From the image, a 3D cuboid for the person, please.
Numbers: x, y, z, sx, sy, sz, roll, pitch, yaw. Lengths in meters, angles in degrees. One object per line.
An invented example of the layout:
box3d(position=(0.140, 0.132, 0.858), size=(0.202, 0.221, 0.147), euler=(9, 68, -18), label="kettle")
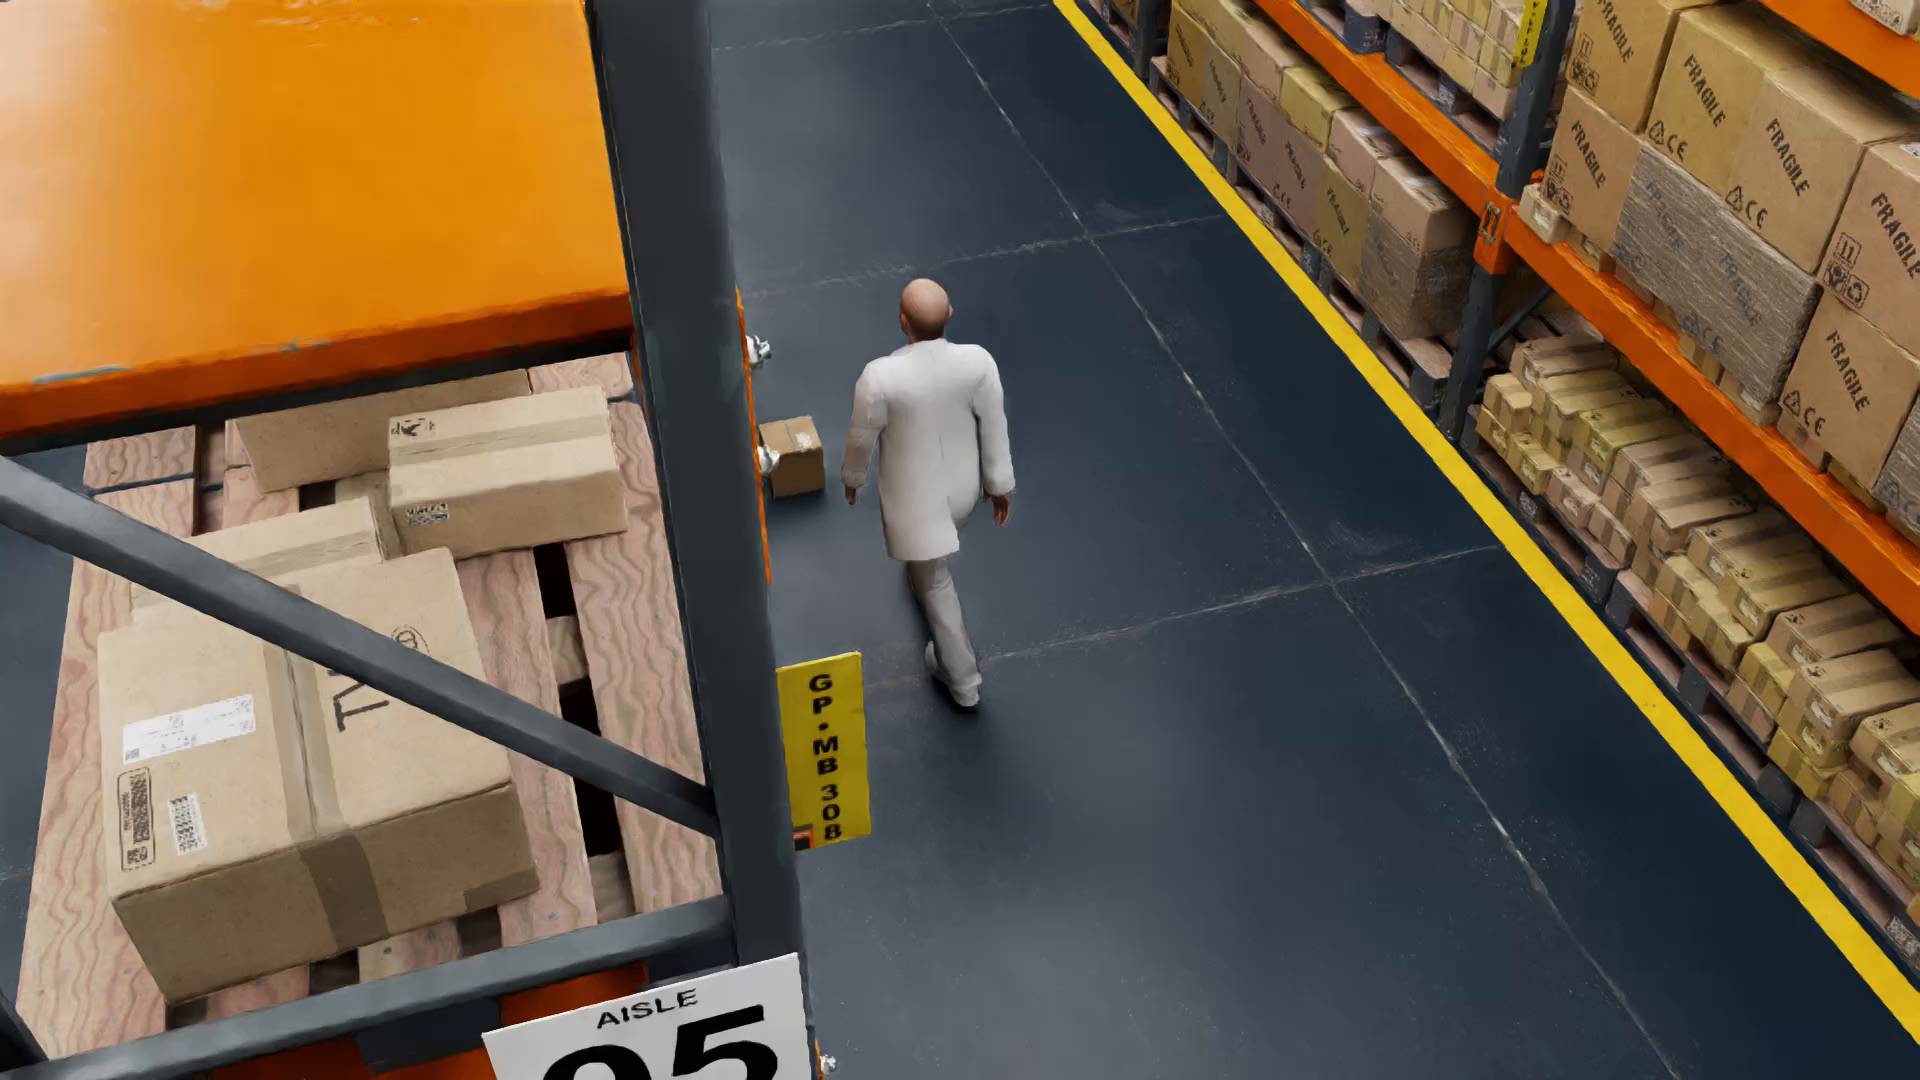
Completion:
box3d(position=(-0.161, -0.237, 6.516), size=(0.607, 1.630, 1.026), euler=(-17, 44, -18), label="person")
